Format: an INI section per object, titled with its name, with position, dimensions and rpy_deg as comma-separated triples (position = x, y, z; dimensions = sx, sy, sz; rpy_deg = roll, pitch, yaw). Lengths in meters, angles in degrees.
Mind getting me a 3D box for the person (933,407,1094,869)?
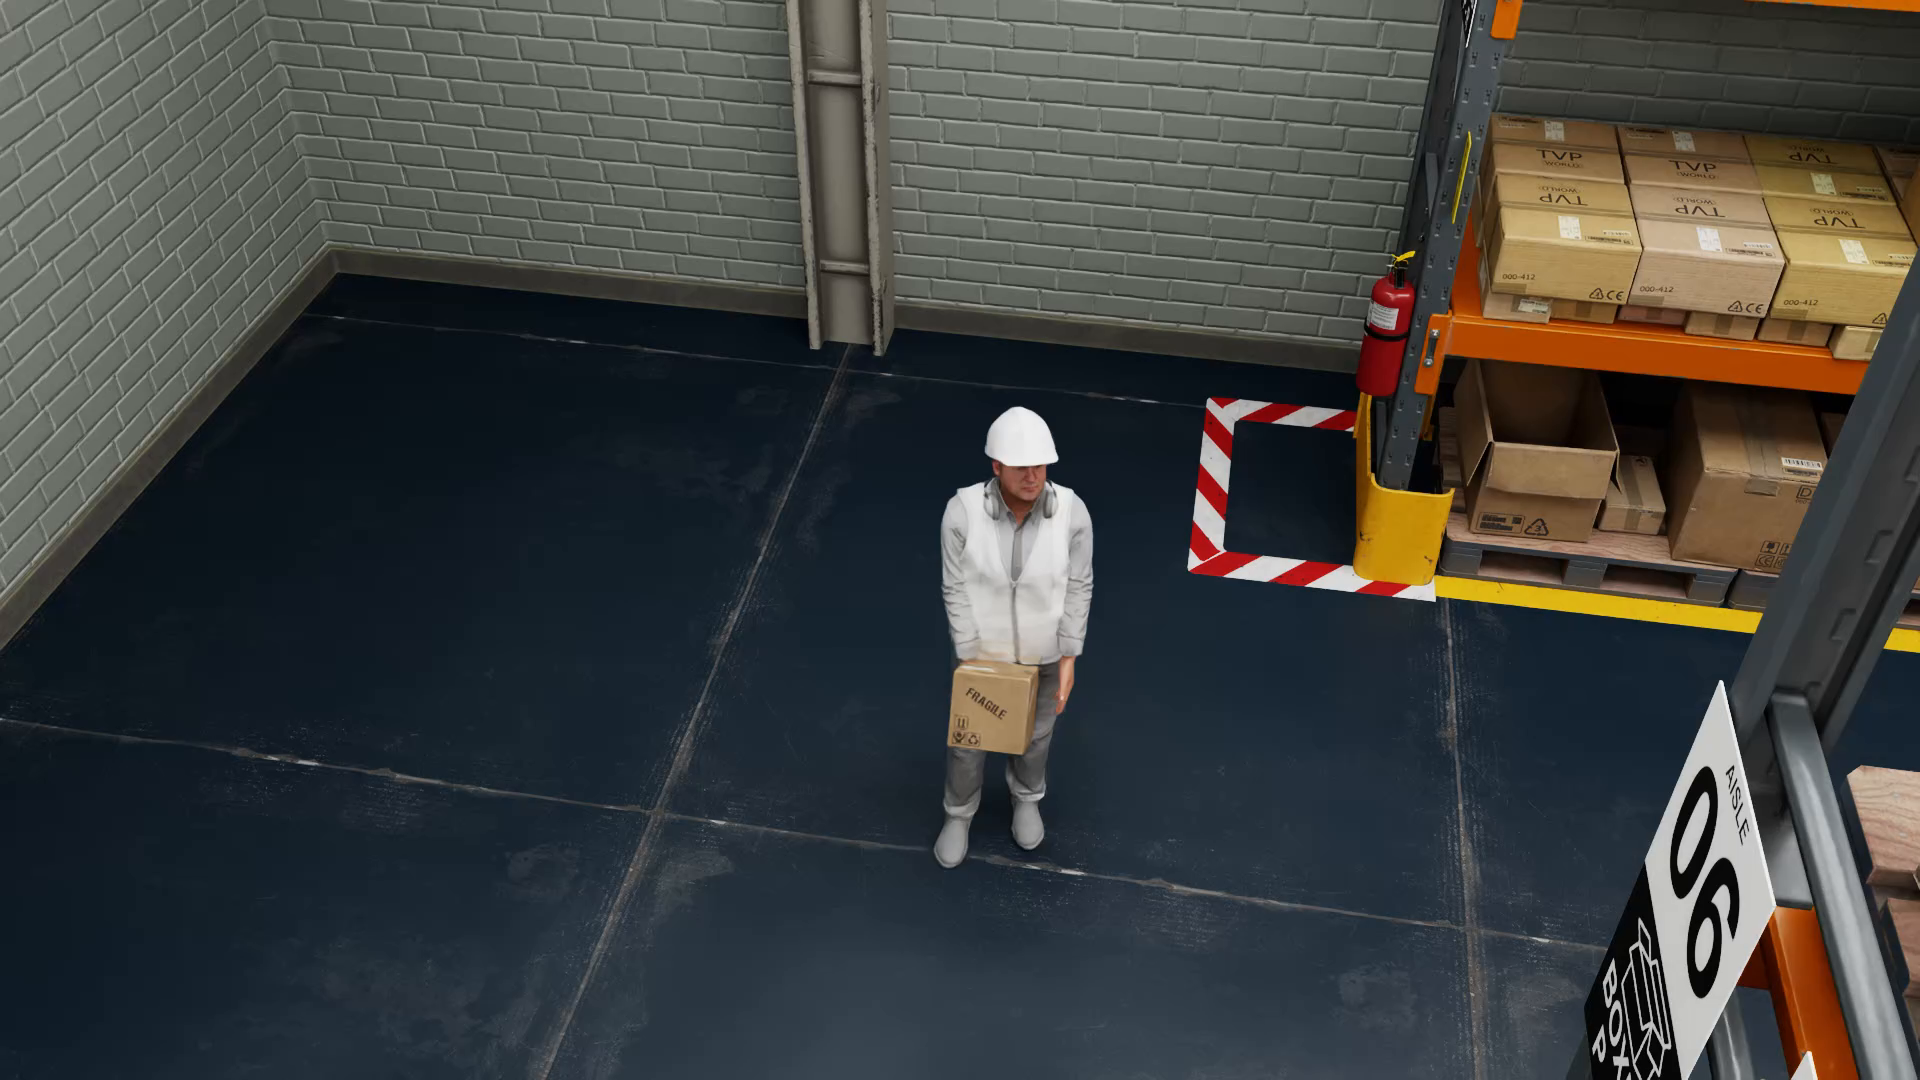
[person]
position = 0.169, 0.376, 5.688
dimensions = 0.561, 1.777, 0.522
rpy_deg = -3, 40, -4
